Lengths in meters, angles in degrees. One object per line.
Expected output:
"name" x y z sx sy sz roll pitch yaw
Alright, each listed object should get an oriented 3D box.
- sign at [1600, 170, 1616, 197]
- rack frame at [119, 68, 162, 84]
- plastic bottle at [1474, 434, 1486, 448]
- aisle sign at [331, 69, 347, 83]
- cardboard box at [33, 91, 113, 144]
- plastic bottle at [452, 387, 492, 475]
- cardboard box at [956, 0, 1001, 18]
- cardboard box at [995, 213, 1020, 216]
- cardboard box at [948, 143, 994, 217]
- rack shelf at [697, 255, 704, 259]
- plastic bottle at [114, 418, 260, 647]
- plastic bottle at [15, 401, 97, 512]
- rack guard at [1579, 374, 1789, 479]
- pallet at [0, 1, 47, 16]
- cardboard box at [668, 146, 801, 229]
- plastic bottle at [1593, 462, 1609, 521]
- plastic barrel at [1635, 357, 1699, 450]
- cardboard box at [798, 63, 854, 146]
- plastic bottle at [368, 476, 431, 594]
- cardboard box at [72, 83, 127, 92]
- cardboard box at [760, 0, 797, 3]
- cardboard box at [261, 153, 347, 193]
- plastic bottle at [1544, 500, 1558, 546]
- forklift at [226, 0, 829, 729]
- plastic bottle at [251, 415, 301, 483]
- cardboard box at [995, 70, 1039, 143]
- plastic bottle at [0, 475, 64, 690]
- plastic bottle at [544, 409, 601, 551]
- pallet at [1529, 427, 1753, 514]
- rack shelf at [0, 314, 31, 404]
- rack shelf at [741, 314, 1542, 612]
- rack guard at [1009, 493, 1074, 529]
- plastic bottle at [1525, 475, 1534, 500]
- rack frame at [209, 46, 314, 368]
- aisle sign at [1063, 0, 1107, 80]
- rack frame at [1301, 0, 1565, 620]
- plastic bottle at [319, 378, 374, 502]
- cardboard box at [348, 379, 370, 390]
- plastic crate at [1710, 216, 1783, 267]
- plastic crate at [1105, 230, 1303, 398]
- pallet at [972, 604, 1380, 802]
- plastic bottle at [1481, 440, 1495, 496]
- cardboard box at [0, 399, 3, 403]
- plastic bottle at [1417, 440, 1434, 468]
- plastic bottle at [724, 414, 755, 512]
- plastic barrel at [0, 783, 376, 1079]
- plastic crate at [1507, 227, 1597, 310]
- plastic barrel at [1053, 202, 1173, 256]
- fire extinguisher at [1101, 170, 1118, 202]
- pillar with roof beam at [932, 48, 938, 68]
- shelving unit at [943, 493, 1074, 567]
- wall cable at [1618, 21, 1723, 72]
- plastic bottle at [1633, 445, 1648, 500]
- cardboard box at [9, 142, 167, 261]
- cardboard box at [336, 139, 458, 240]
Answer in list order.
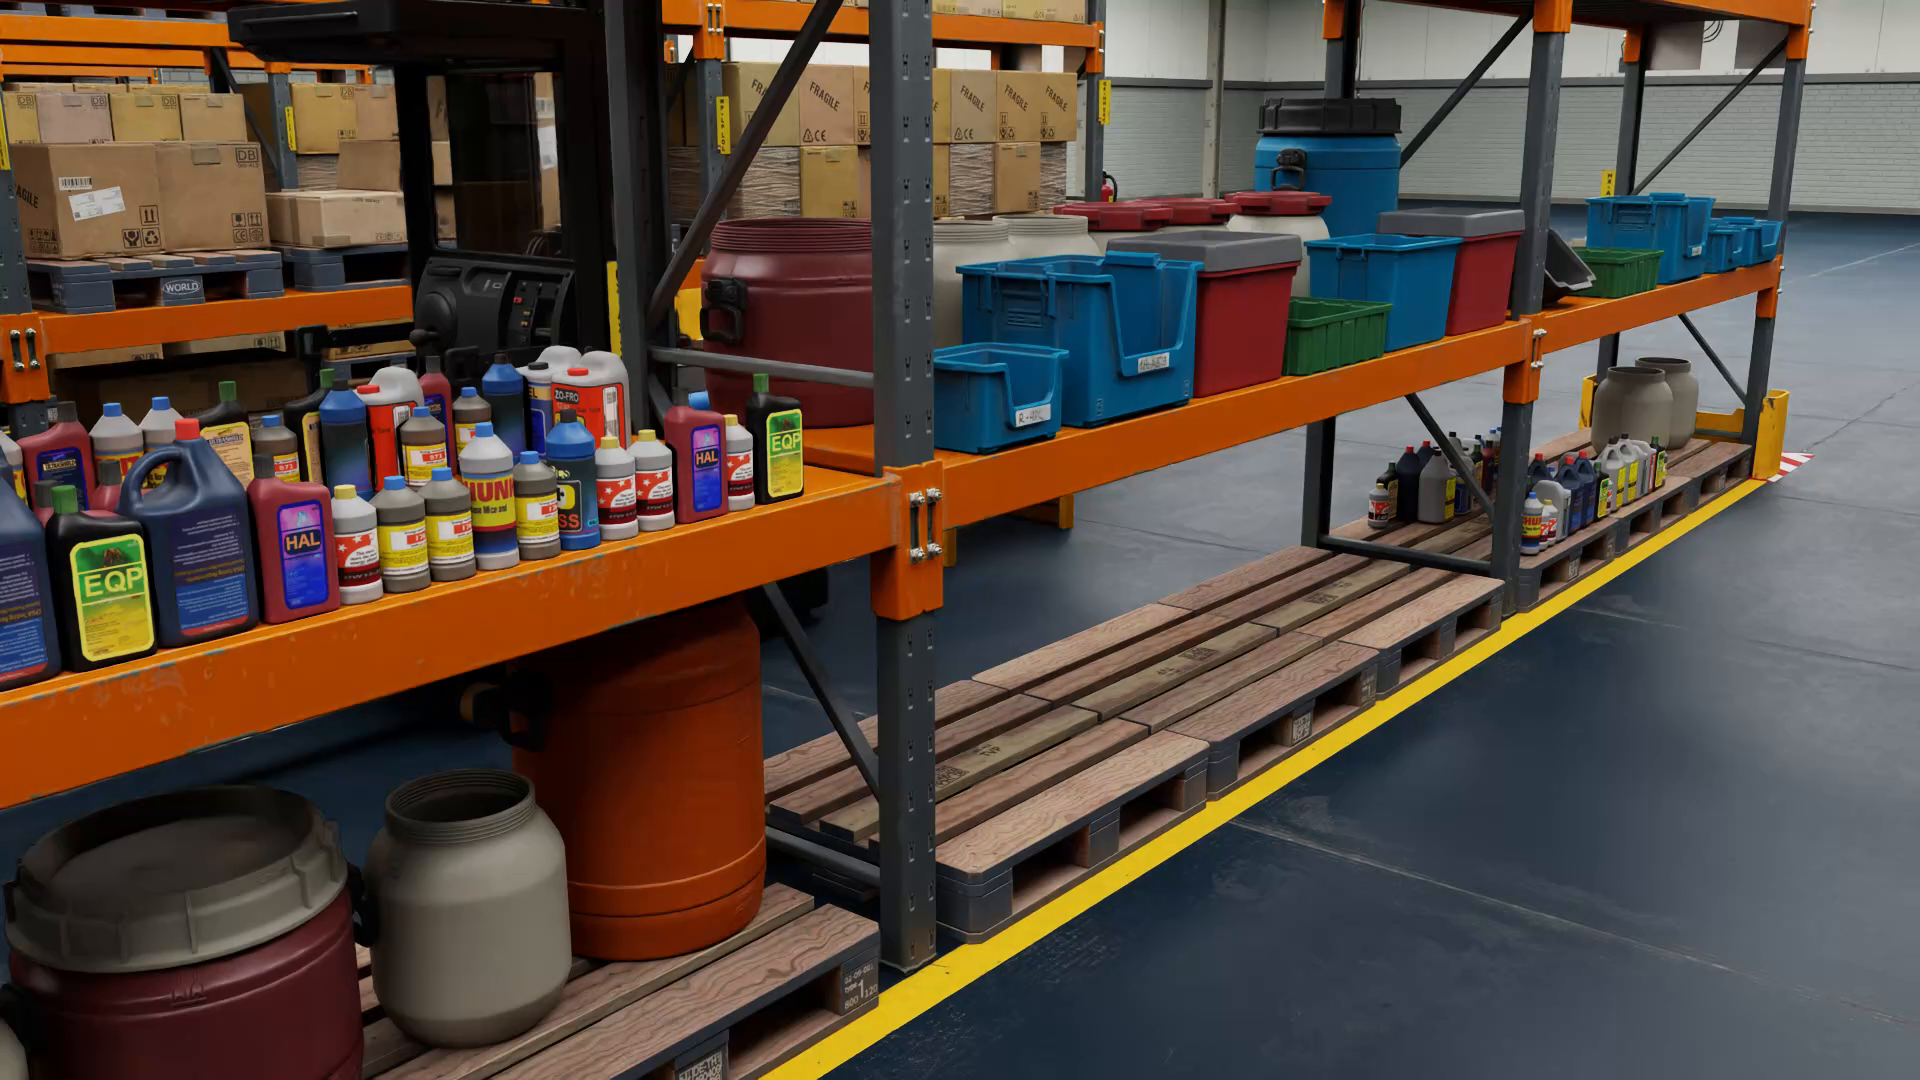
"sign" 4.116 -2.181 10.553 0.100 0.325 0.005 11 18 38
"rack frame" -10.882 -5.028 22.324 1.000 3.000 0.127 11 18 38
"plastic bottle" 2.754 -0.429 8.867 0.097 0.271 0.097 0 14 0
"aisle sign" -7.222 -5.581 19.218 0.394 0.787 0.004 11 18 38
"cardboard box" -6.567 -2.990 12.065 0.700 0.500 0.500 11 18 38
"plastic bottle" -1.166 -0.263 3.969 0.097 0.201 0.097 0 14 0
"cardboard box" -0.057 -3.784 11.638 0.500 0.250 0.500 12 18 39
"cardboard box" 0.226 -2.370 12.369 0.380 0.149 0.250 11 18 38
"cardboard box" -0.247 -2.615 12.018 0.875 0.500 0.500 11 18 38
"rack shelf" -0.568 -1.995 11.847 1.077 0.370 4.000 11 18 38
"plastic bottle" -1.260 -0.018 2.703 0.144 0.351 0.185 11 18 38
"plastic bottle" -1.772 -0.125 3.260 0.061 0.283 0.133 11 18 38
"rack guard" 4.530 -0.727 10.471 1.175 0.500 0.348 11 18 38
"pallet" -7.070 -3.690 11.349 1.003 0.211 1.213 12 19 40
"cardboard box" -1.494 -2.230 10.503 0.875 0.500 0.500 11 18 38
"plastic bottle" 3.112 -0.243 8.111 0.061 0.283 0.133 12 19 40
"plastic barrel" 4.187 -0.821 9.961 0.421 0.512 0.421 0 14 0
"cardboard box" -1.032 -2.781 10.641 0.500 0.500 0.500 11 18 38
"plastic bottle" -1.008 -0.014 2.987 0.097 0.201 0.097 0 14 0
"cardboard box" -8.750 -4.317 16.687 0.700 0.500 0.500 11 18 38
"cardboard box" -1.343 -3.389 10.083 0.500 0.250 0.500 10 18 35
"cardboard box" -5.397 -2.893 13.615 0.875 0.550 0.550 11 18 38
"plastic bottle" 2.696 -0.084 7.650 0.097 0.201 0.097 0 14 0
"forklift" -1.907 -0.883 6.146 1.130 2.935 3.031 12 18 39
"plastic bottle" -1.479 -0.167 3.593 0.097 0.201 0.097 0 14 0
"cardboard box" 0.225 -3.164 12.148 0.500 0.500 0.500 11 18 38
"plastic bottle" -1.460 0.043 2.463 0.144 0.351 0.185 11 18 38
"plastic bottle" -0.764 -0.122 3.272 0.097 0.271 0.097 0 14 0
"pallet" 4.015 -0.433 9.897 1.003 0.211 1.213 11 18 38
"rack shelf" -5.596 -0.463 5.816 1.077 0.370 4.000 11 18 38
"rack shelf" 0.770 -0.463 5.814 1.077 0.370 4.000 11 18 38
"rack guard" 0.361 -0.231 9.025 0.587 0.250 0.087 11 18 38
"plastic bottle" 2.667 -0.167 7.812 0.061 0.283 0.133 11 18 38
"rack frame" -5.620 -2.748 13.348 1.000 3.000 0.127 11 18 38
"aisle sign" 0.961 -3.953 12.810 0.394 0.787 0.004 11 18 38
"rack frame" 2.027 -1.195 7.233 1.000 3.000 0.127 11 18 38
"plastic bottle" -1.348 -0.217 3.648 0.097 0.271 0.097 0 14 0
"cardboard box" -3.244 -0.546 8.863 0.700 0.500 0.500 13 19 42
"plastic crate" 4.459 -1.746 9.708 0.499 0.251 0.616 11 18 38
"plastic crate" 0.767 -0.722 5.242 0.402 0.464 0.583 11 18 38
"pallet" 0.797 0.548 6.037 1.003 0.211 1.213 11 18 38
"plastic bottle" 2.720 -0.372 8.619 0.061 0.283 0.133 11 18 38
"cardboard box" -7.134 -1.366 11.623 1.050 0.750 0.750 12 18 38
"plastic bottle" 2.328 -0.329 8.311 0.144 0.351 0.185 10 17 35
"plastic bottle" -0.496 -0.170 3.602 0.097 0.201 0.097 0 14 0
"plastic barrel" -1.491 0.849 3.233 0.600 0.588 0.708 11 18 38
"plastic crate" 2.455 -1.245 7.558 0.767 0.338 0.504 11 18 38
"plastic barrel" 0.522 -0.888 5.750 0.433 0.535 0.433 0 14 0
"fire extinguisher" 1.119 -2.640 13.081 0.296 0.674 0.183 11 18 38
"pillar with roof beam" 2.640 -10.723 32.556 9.100 9.000 0.400 11 18 38
"shelving unit" 0.048 -0.742 8.496 0.587 1.500 1.083 11 18 38
"wall cable" 17.088 -14.223 39.426 2.305 6.003 0.169 11 18 38
"plastic bottle" 3.461 -0.364 8.601 0.152 0.276 0.135 11 18 36
"cardboard box" -4.031 -1.557 7.603 0.500 0.500 0.500 9 17 31
"cardboard box" -2.843 -1.868 8.823 0.797 0.503 0.637 14 20 43
